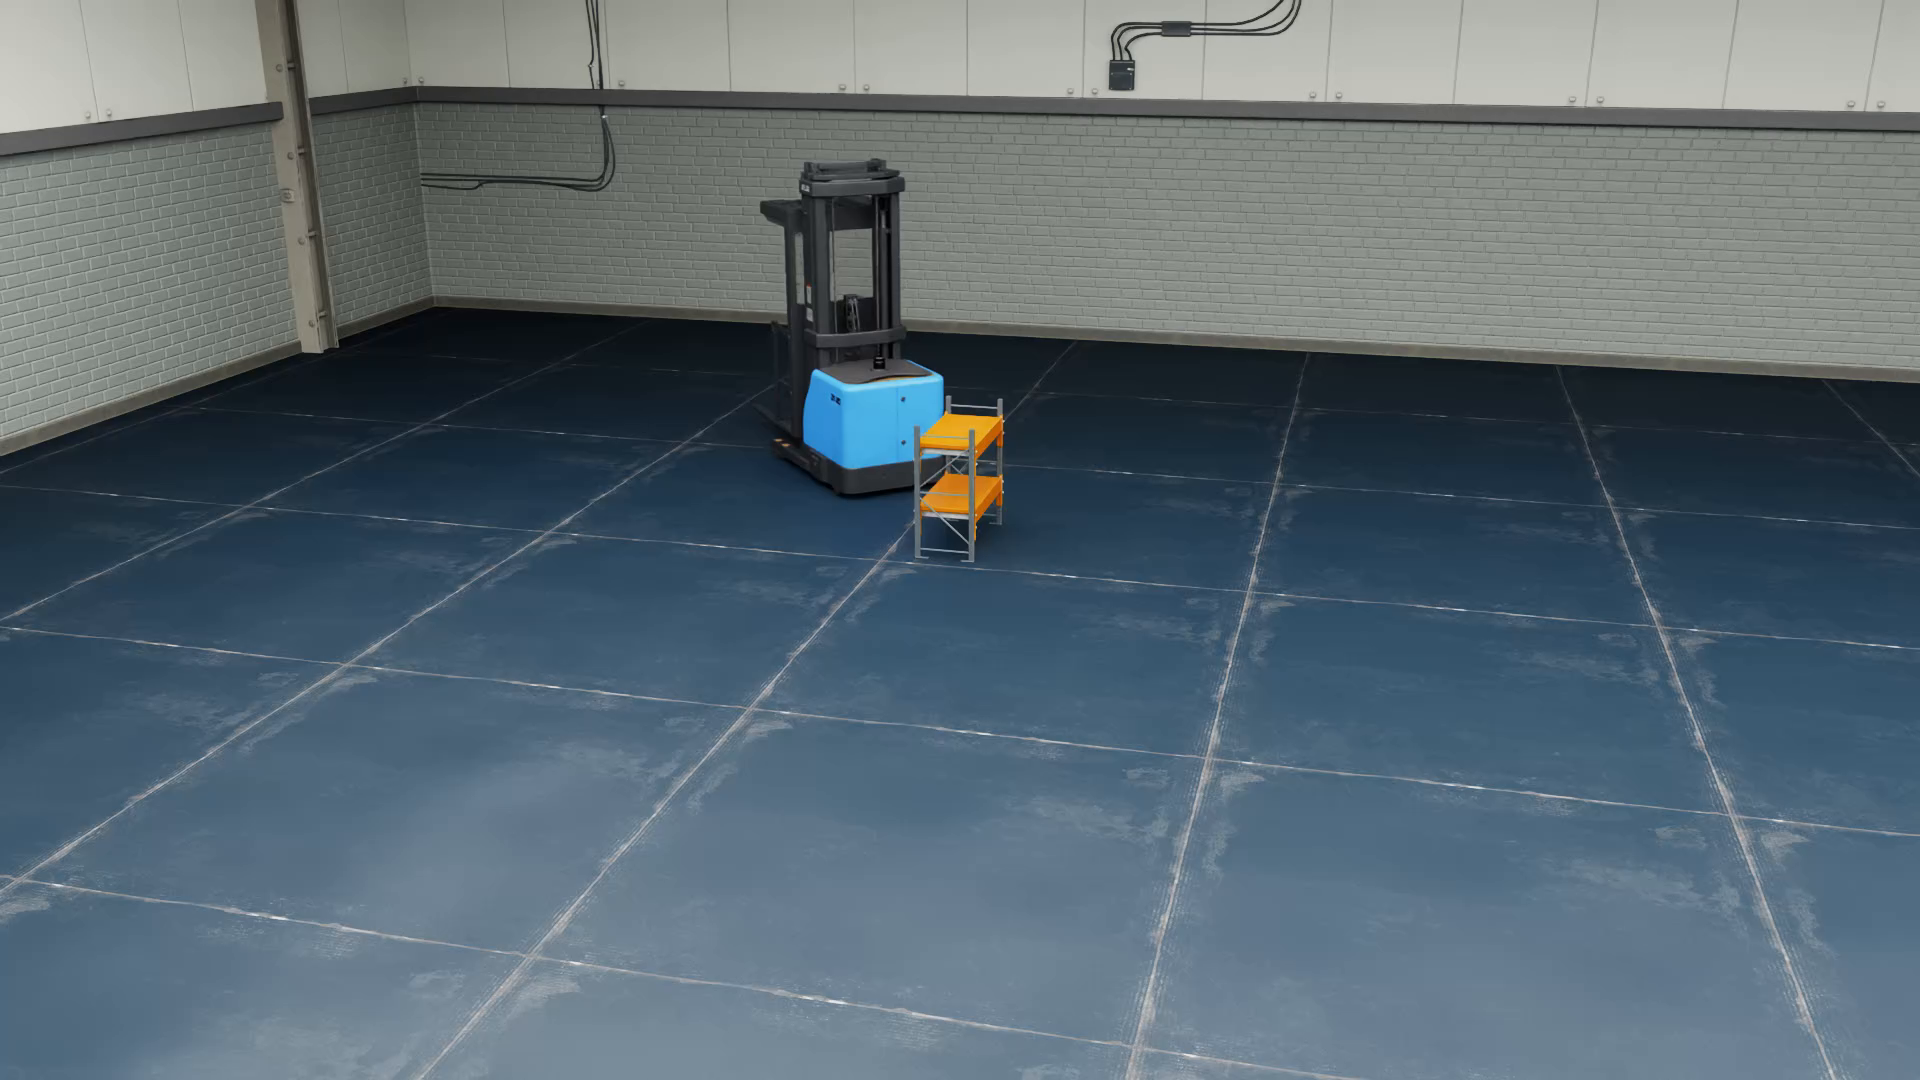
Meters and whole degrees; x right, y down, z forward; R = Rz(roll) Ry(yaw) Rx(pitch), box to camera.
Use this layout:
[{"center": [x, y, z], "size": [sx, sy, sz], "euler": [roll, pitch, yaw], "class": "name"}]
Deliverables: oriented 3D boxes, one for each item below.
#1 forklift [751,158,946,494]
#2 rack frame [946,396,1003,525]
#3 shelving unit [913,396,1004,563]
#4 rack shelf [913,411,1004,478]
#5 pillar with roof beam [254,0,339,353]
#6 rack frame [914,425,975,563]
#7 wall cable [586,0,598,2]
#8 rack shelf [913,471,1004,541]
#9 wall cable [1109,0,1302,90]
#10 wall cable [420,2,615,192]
[{"center": [-1.250, -2.238, 16.204], "size": [1.130, 2.935, 3.031], "euler": [-9, 21, -25], "class": "forklift"}, {"center": [0.123, -0.690, 14.466], "size": [0.500, 1.125, 0.032], "euler": [5, 19, 13], "class": "rack frame"}, {"center": [-0.002, -0.530, 14.000], "size": [0.538, 1.125, 1.048], "euler": [5, 19, 13], "class": "shelving unit"}, {"center": [-0.002, -0.807, 13.905], "size": [0.538, 0.278, 1.000], "euler": [5, 19, 13], "class": "rack shelf"}, {"center": [-4.048, -6.366, 18.904], "size": [9.100, 9.000, 0.400], "euler": [5, 19, 13], "class": "pillar with roof beam"}, {"center": [-0.126, -0.371, 13.533], "size": [0.500, 1.125, 0.032], "euler": [5, 19, 13], "class": "rack frame"}, {"center": [-3.597, -8.232, 21.357], "size": [3.097, 2.526, 0.112], "euler": [5, 19, 13], "class": "wall cable"}, {"center": [-0.002, -0.299, 14.079], "size": [0.538, 0.278, 1.000], "euler": [5, 19, 13], "class": "rack shelf"}, {"center": [2.982, -8.380, 19.537], "size": [2.305, 6.003, 0.169], "euler": [5, 19, 13], "class": "wall cable"}, {"center": [-6.220, -6.056, 22.799], "size": [3.097, 2.526, 0.112], "euler": [5, 19, 13], "class": "wall cable"}]
